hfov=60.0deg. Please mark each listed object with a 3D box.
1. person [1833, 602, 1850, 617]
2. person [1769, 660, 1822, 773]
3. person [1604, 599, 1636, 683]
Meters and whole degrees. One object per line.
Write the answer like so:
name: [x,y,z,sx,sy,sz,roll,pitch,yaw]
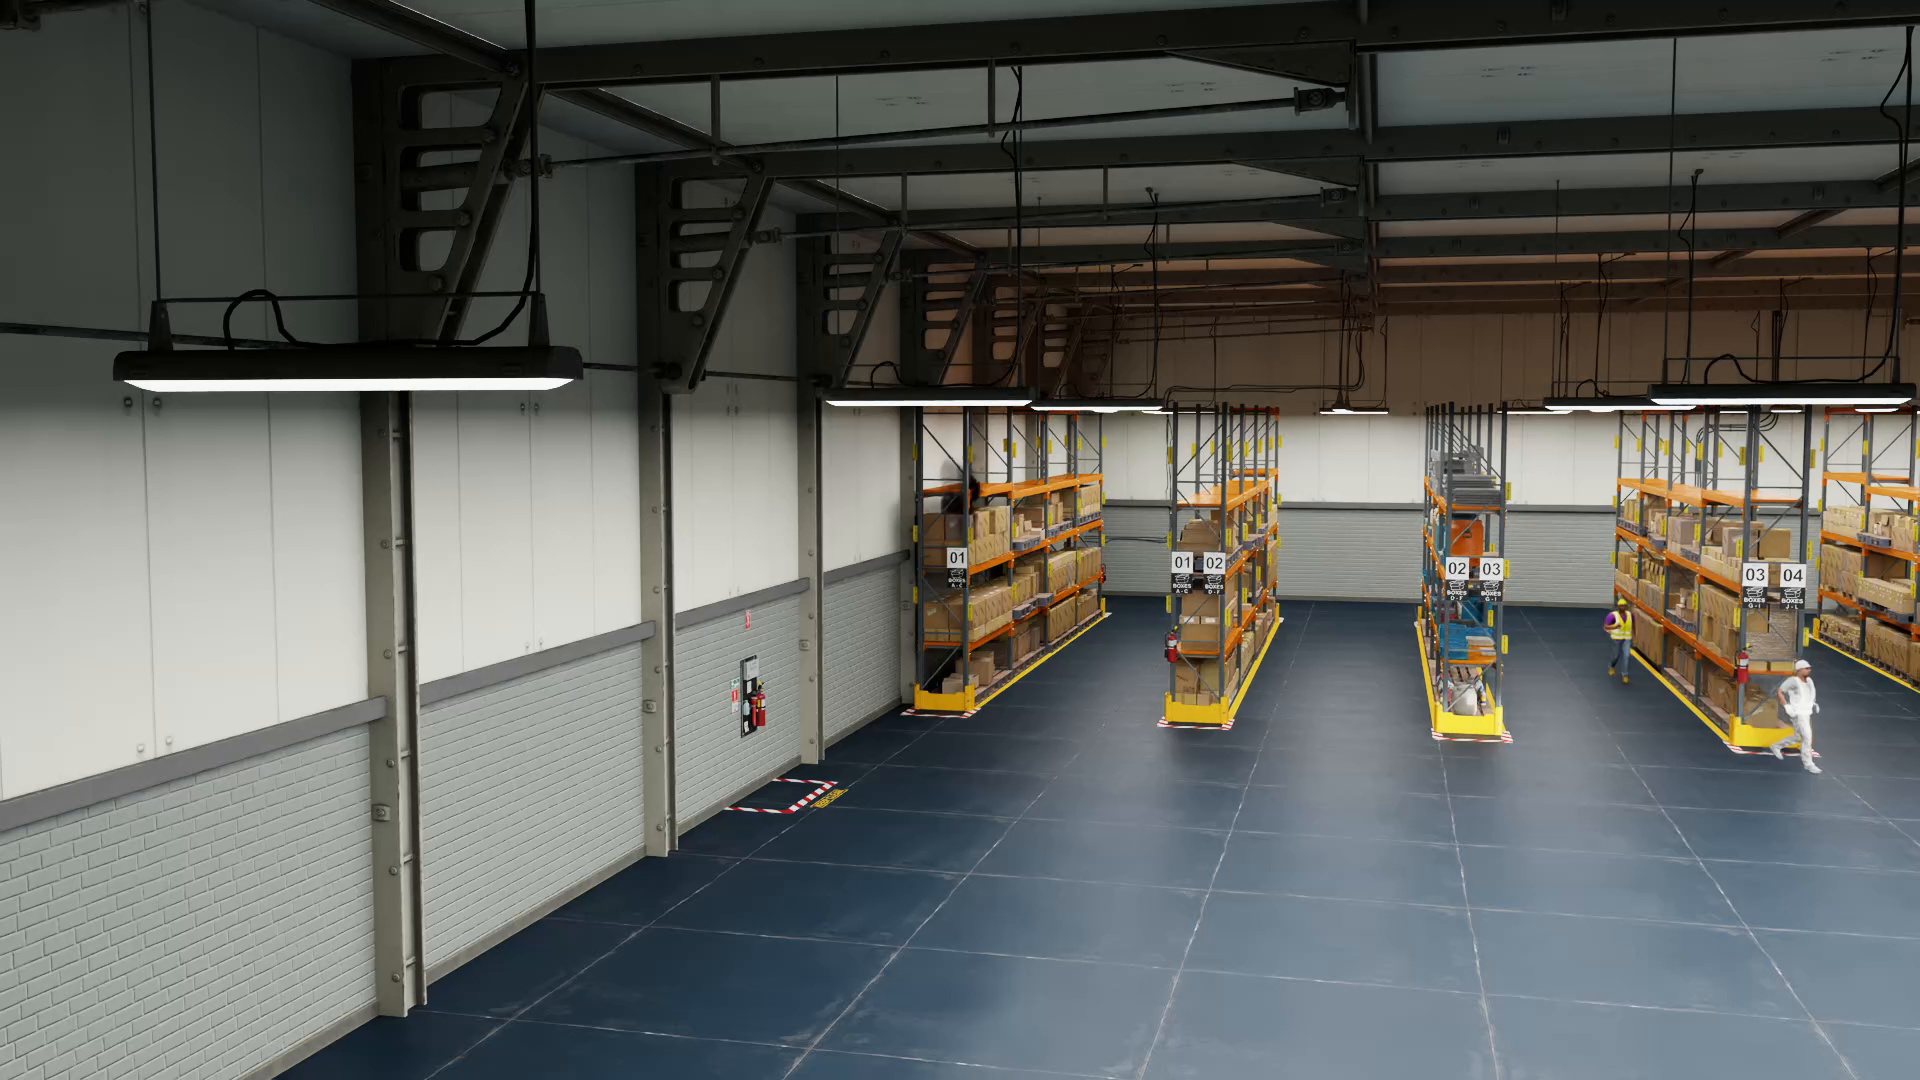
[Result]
person: [23.468,1.607,44.147,0.663,1.696,0.608,-4,6,-44]
person: [13.664,2.840,27.118,0.703,1.785,0.936,-3,5,-35]
person: [14.302,2.152,36.005,0.736,1.755,0.956,0,4,4]
